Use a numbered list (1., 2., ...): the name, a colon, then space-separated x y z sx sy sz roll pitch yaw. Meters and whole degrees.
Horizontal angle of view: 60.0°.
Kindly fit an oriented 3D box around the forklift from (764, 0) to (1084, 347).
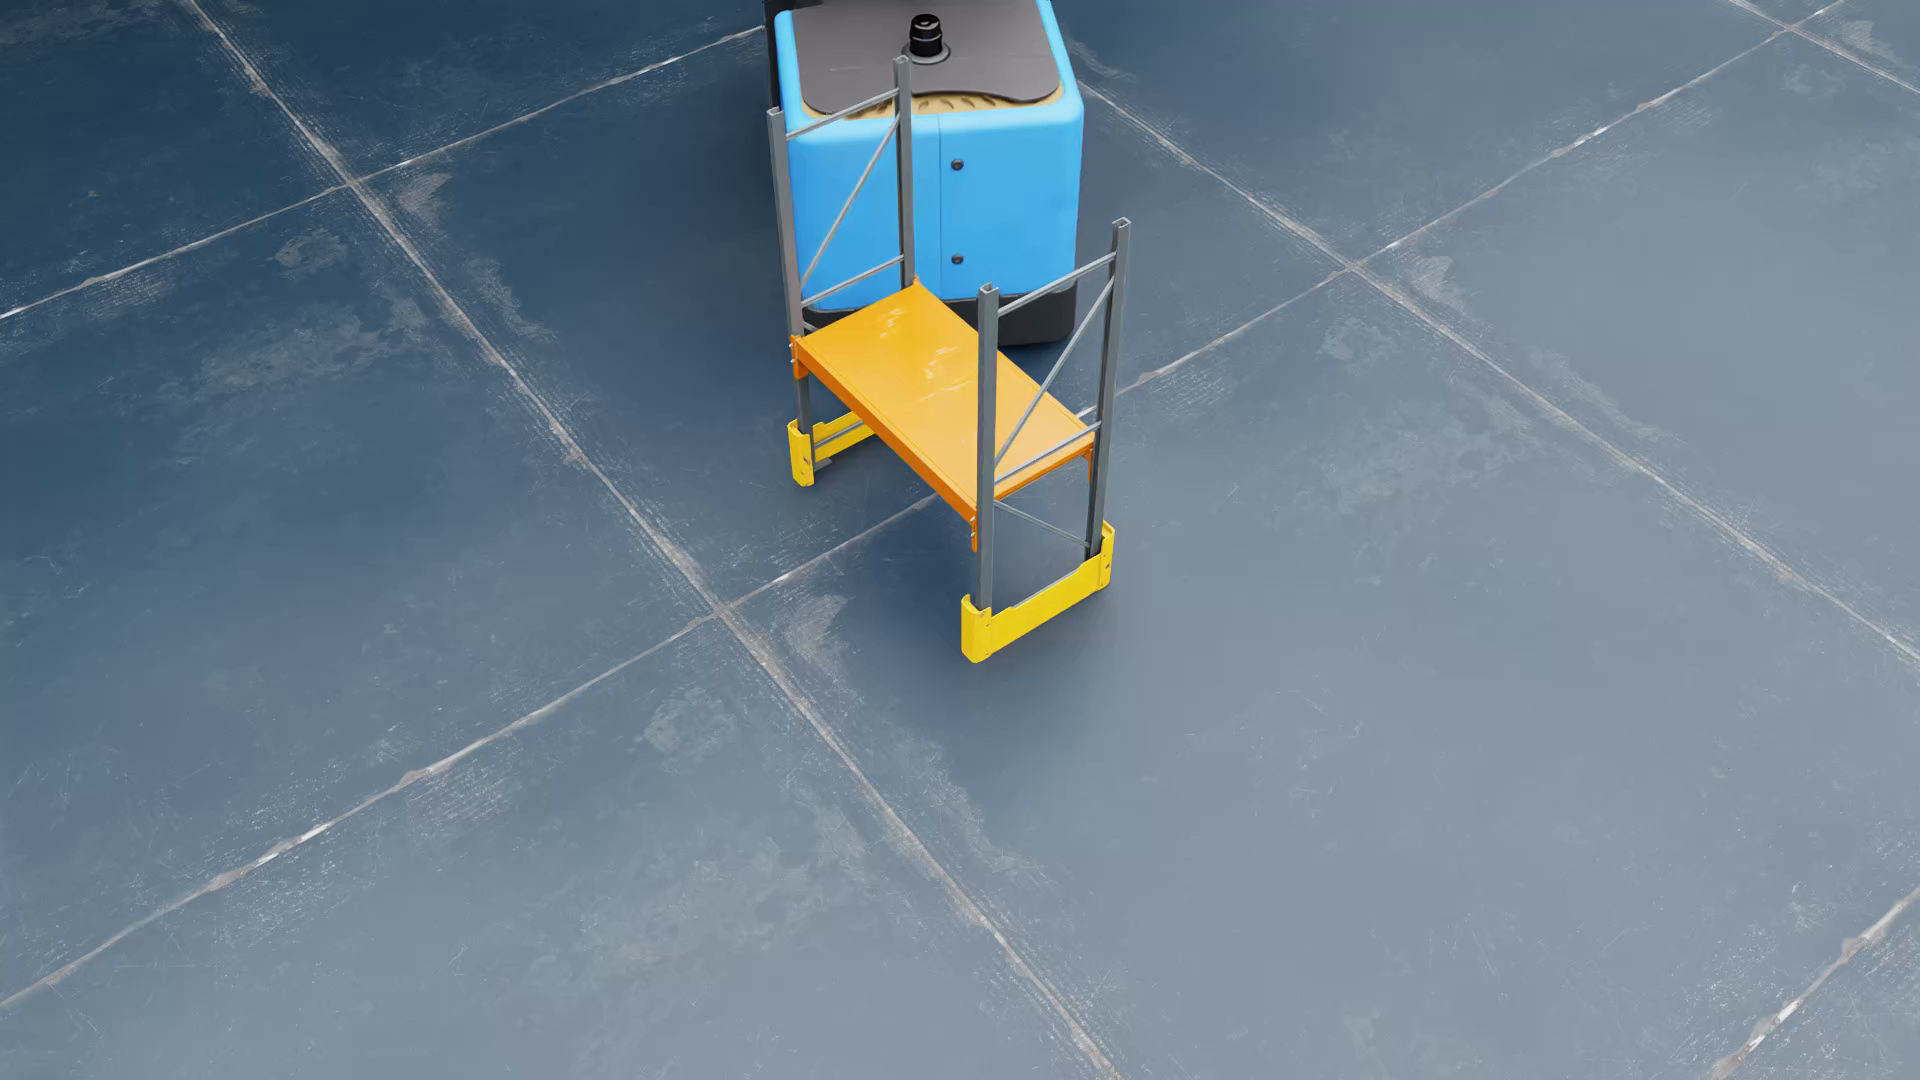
1. forklift: -0.267 -2.762 6.275 1.130 2.935 3.031 -6 48 -5

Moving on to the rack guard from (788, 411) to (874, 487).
1. rack guard: -0.348 -0.423 5.964 0.587 0.250 0.087 -29 54 -24

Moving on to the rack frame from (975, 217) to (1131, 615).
1. rack frame: 0.256 -0.254 4.968 0.500 1.500 0.032 -29 54 -24

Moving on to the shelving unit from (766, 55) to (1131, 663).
1. shelving unit: -0.046 -0.549 5.235 0.587 1.500 1.083 -29 54 -24

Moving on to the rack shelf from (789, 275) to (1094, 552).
1. rack shelf: -0.052 -0.433 5.373 0.538 0.185 1.000 -29 54 -24

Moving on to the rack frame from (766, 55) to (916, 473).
1. rack frame: -0.359 -0.854 5.512 0.500 1.500 0.032 -29 54 -24

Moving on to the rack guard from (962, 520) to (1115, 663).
1. rack guard: 0.255 0.165 5.432 0.587 0.250 0.087 -29 54 -24
